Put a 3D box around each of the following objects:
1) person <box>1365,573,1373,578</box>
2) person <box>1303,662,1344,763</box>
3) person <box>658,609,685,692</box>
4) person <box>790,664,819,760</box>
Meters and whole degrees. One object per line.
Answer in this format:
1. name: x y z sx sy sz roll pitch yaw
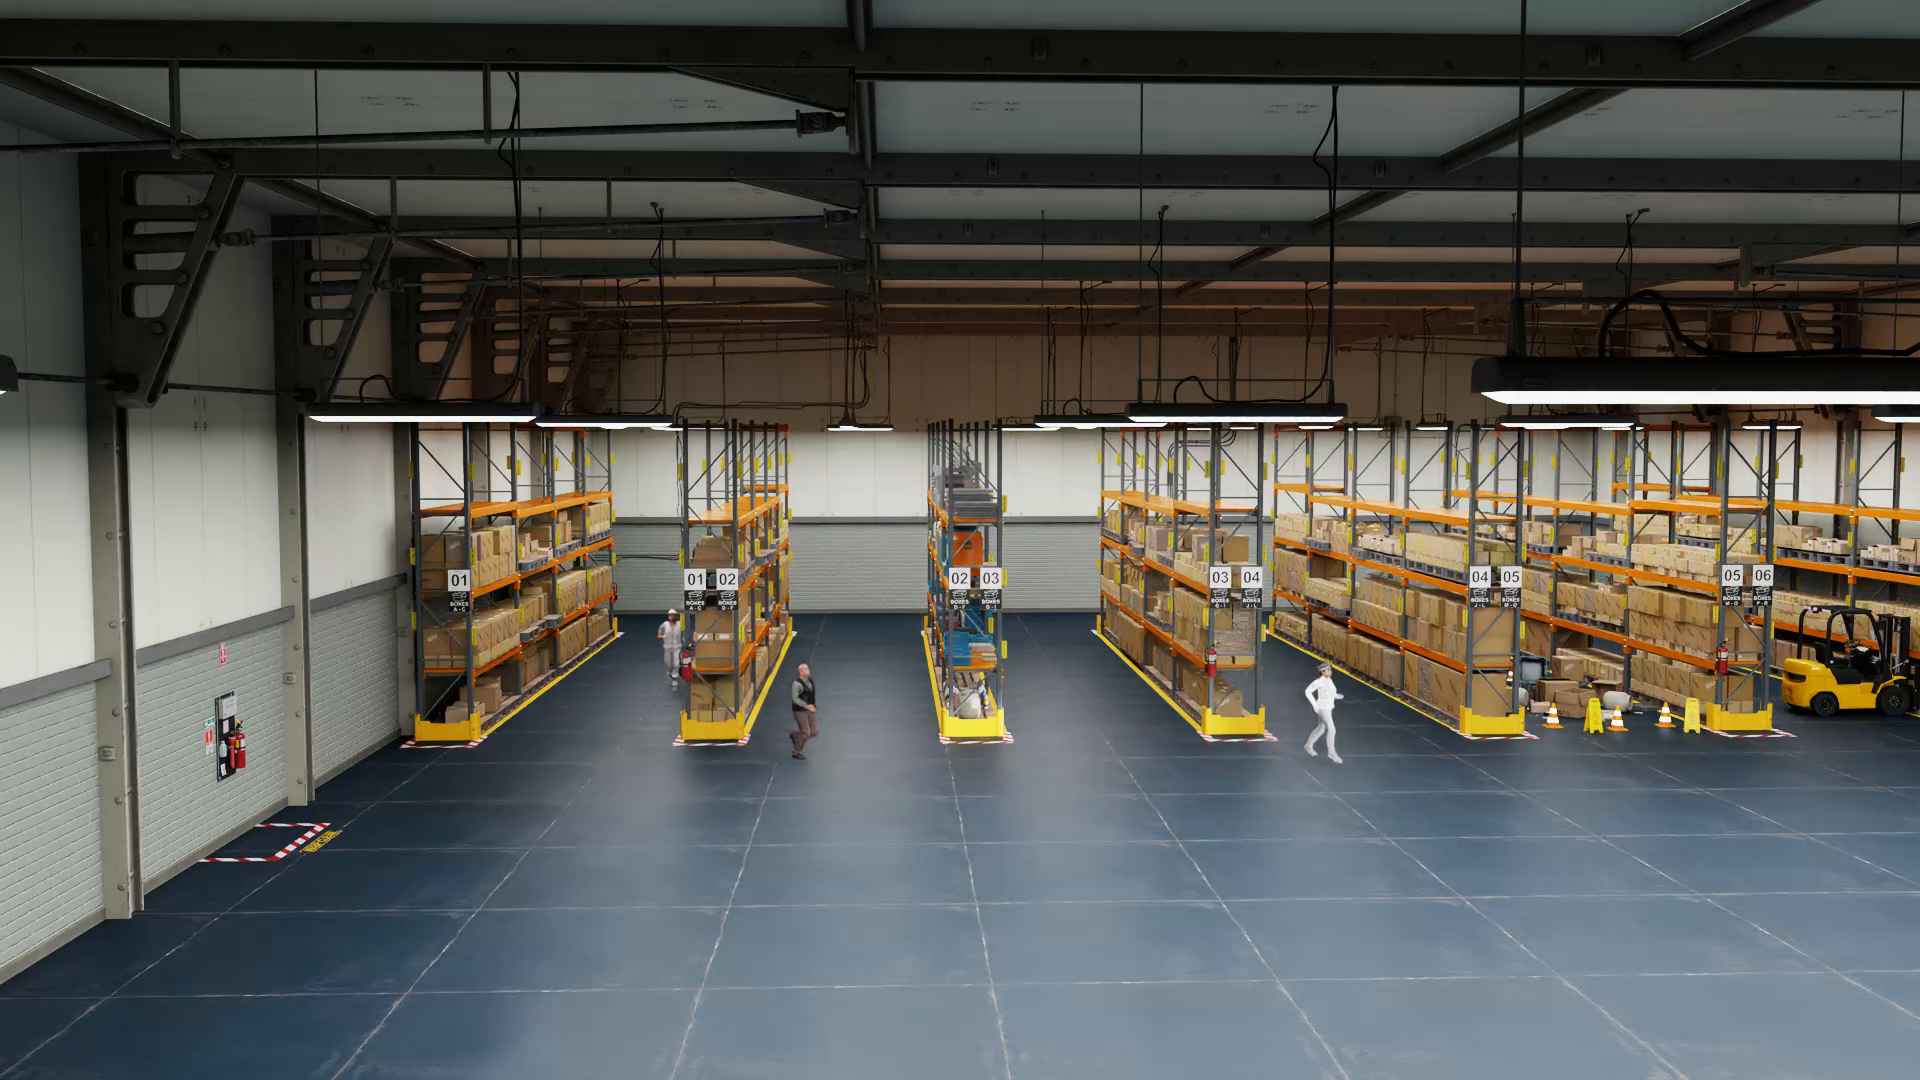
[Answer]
1. person: 12.099 1.776 49.218 0.619 1.611 0.596 0 4 7
2. person: 6.381 2.996 29.136 0.780 1.731 0.593 3 5 36
3. person: -6.376 2.423 36.870 0.650 1.781 0.962 0 4 -7
4. person: -2.743 3.020 29.282 0.639 1.688 0.679 2 4 28
